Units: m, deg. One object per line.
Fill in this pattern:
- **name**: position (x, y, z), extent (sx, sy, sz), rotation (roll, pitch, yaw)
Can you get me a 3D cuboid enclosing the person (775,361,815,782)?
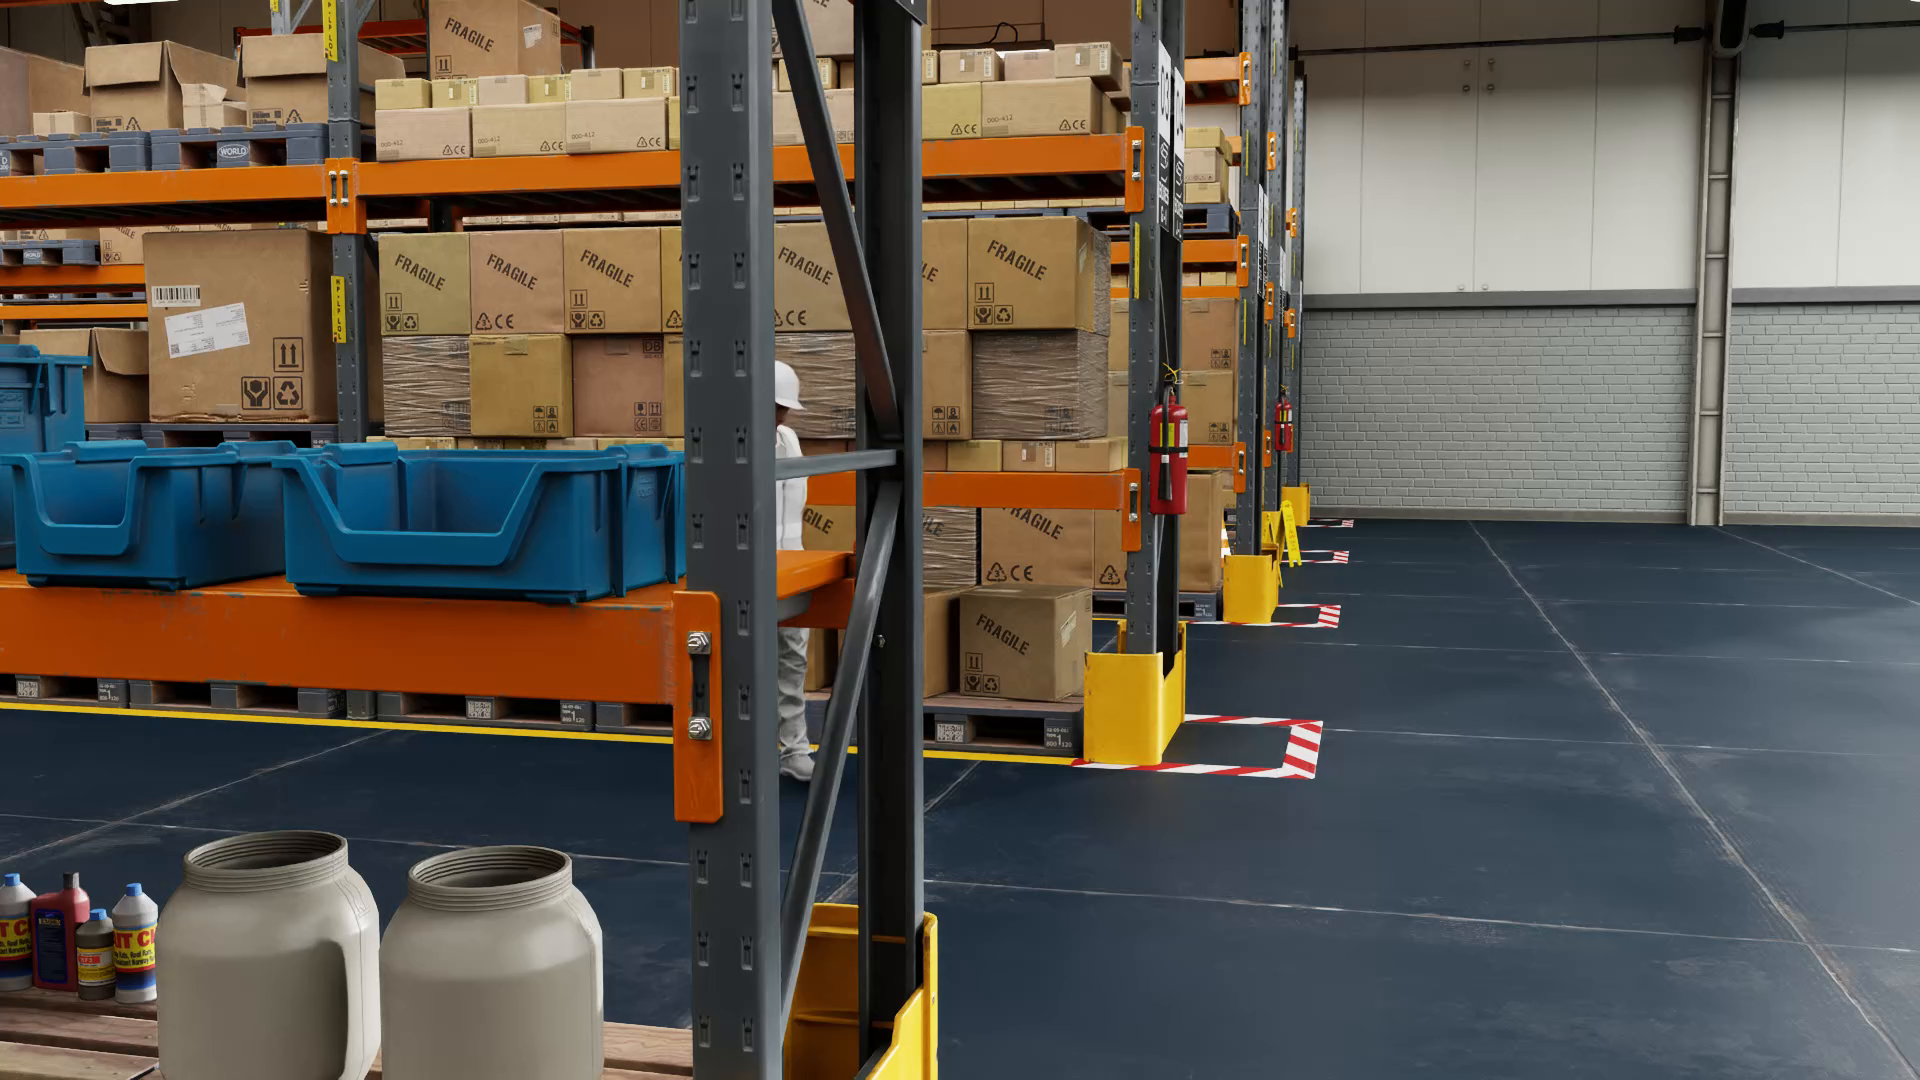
- **person**: position (-0.815, 0.144, 6.928), extent (0.446, 1.769, 0.605), rotation (4, 6, 39)
